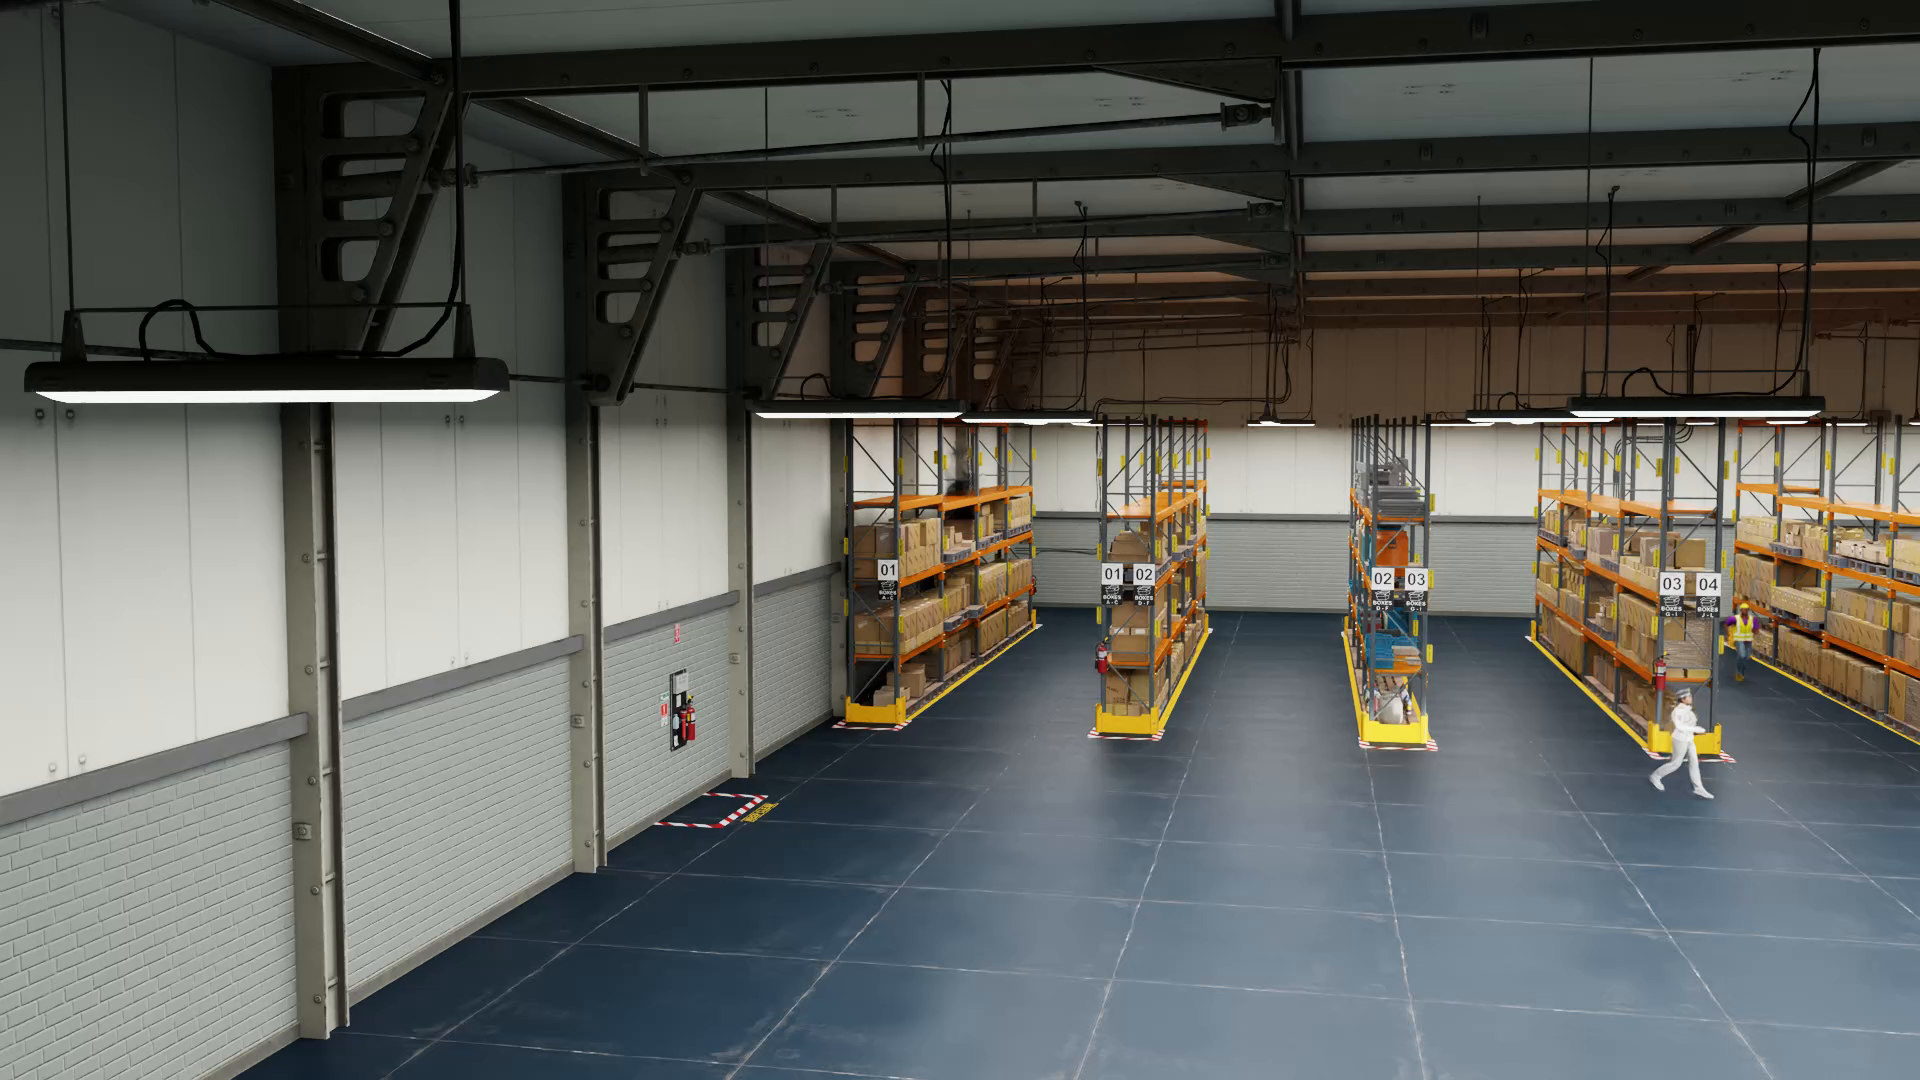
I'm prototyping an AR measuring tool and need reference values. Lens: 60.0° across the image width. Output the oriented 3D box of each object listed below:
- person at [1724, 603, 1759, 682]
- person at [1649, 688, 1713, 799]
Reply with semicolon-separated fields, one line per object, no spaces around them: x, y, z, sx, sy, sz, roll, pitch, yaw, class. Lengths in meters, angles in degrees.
17.782;2.333;37.752;0.670;1.798;0.728;0;4;3;person
11.226;3.133;25.858;0.942;1.698;0.614;3;5;40;person
